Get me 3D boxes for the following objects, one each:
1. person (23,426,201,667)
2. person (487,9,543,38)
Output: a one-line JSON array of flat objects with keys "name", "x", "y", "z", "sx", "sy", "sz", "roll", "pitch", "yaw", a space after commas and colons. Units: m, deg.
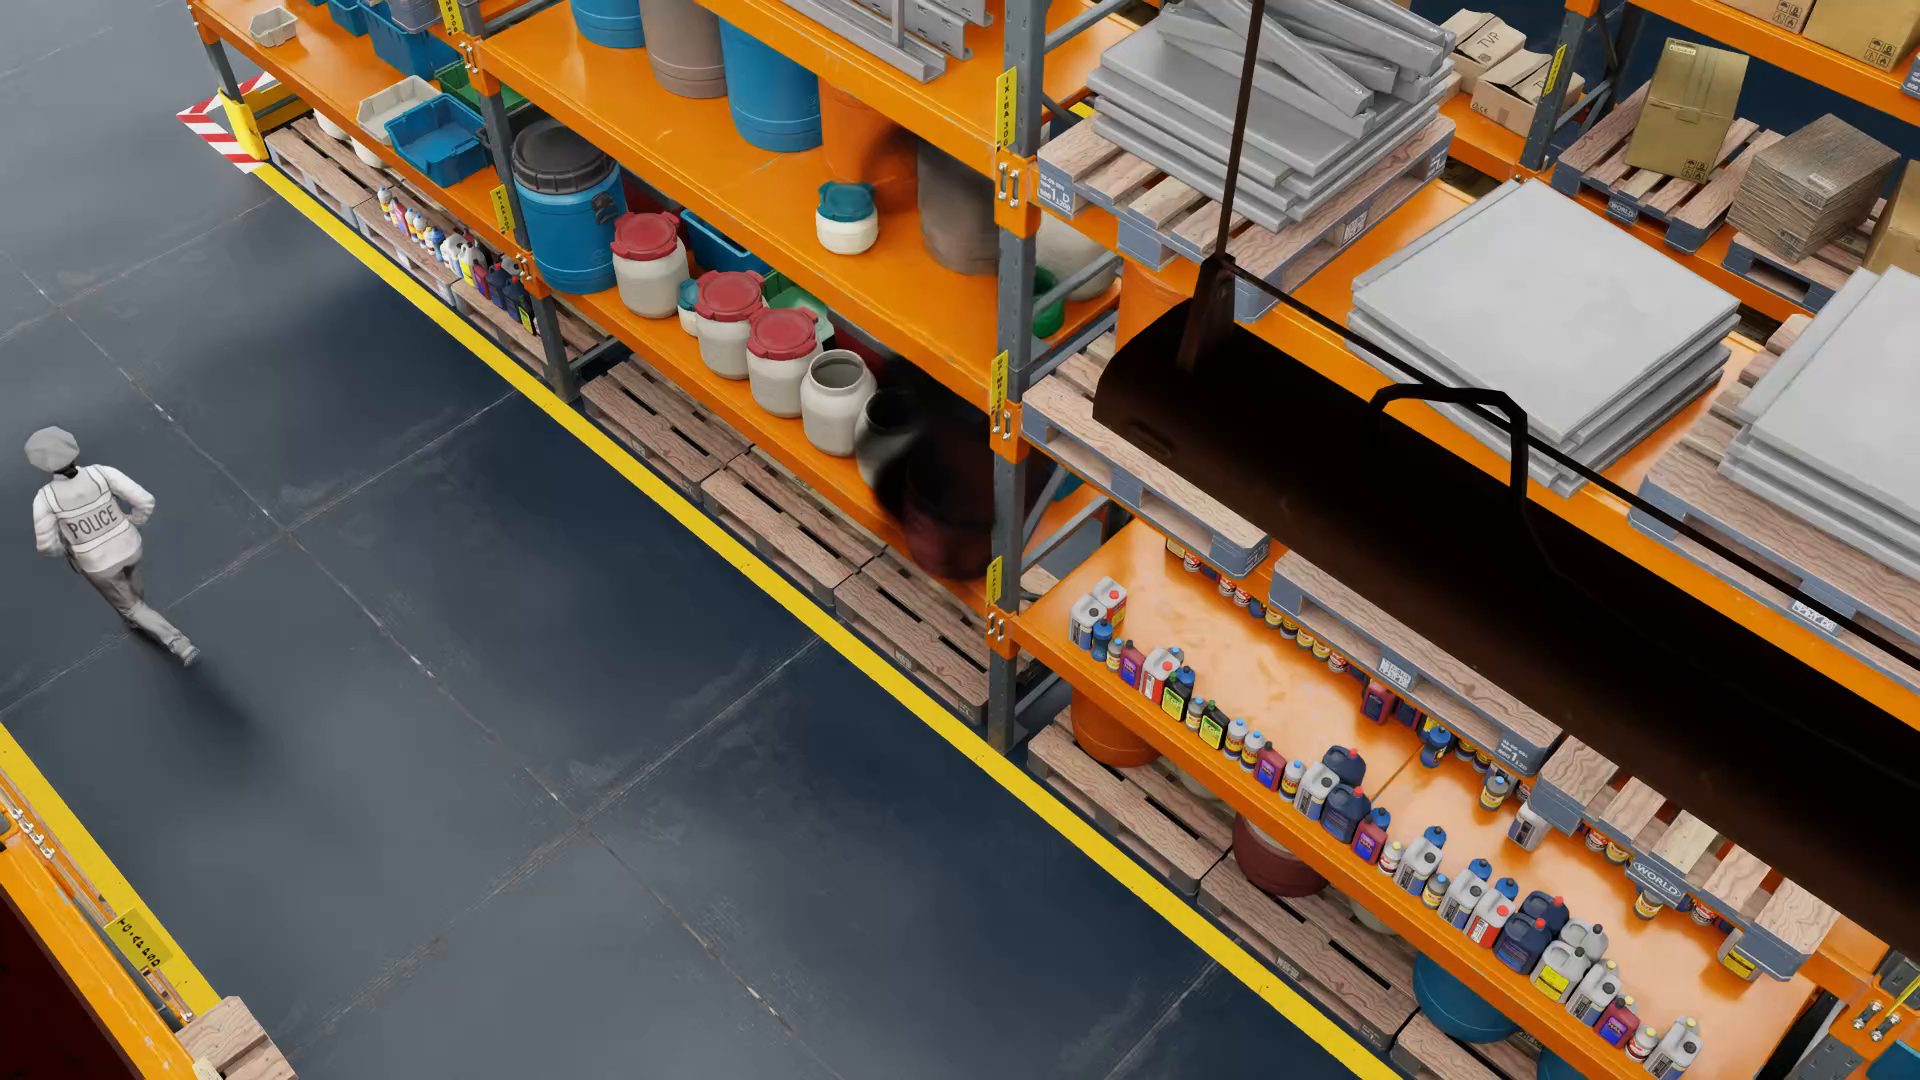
[{"name": "person", "x": -4.668, "y": 0.114, "z": 9.239, "sx": 0.974, "sy": 1.684, "sz": 0.620, "roll": 34, "pitch": 58, "yaw": 25}, {"name": "person", "x": -3.775, "y": -4.555, "z": 13.140, "sx": 0.781, "sy": 1.638, "sz": 0.708, "roll": 7, "pitch": 50, "yaw": 6}]
